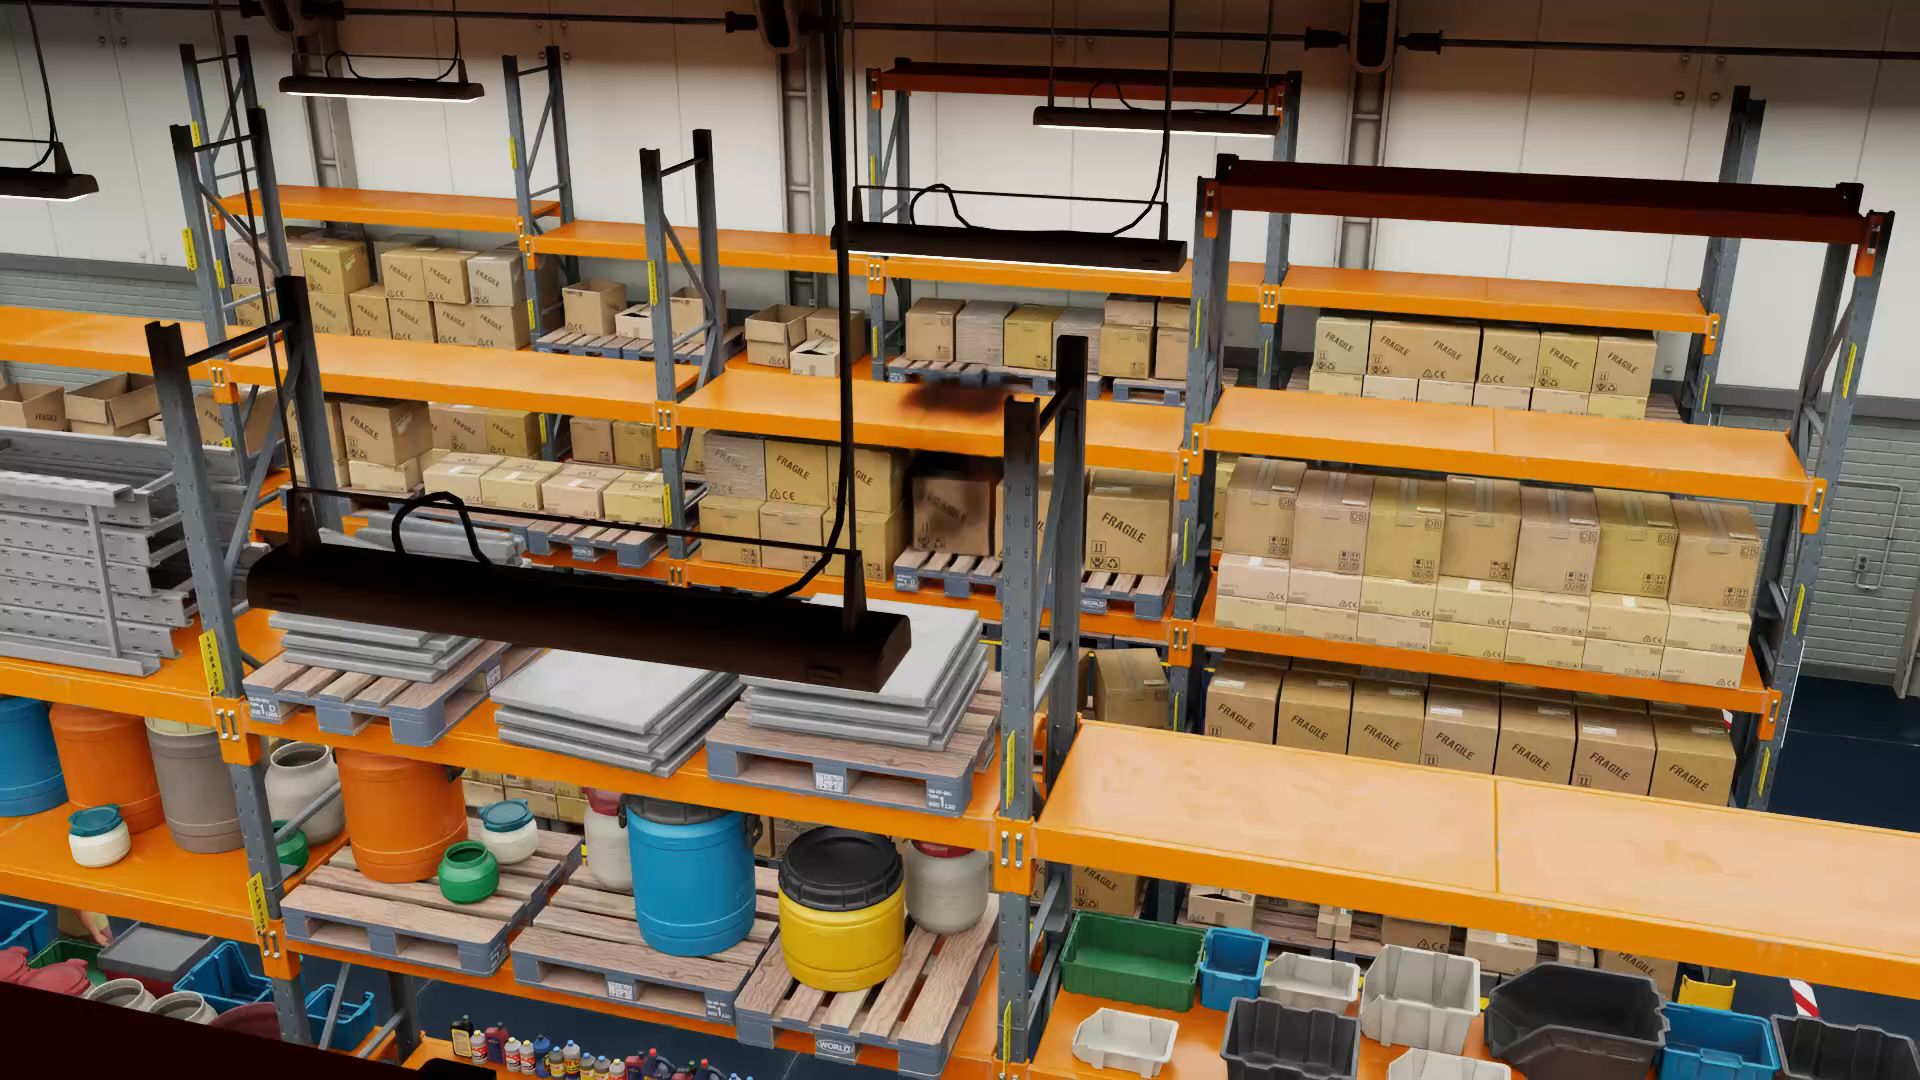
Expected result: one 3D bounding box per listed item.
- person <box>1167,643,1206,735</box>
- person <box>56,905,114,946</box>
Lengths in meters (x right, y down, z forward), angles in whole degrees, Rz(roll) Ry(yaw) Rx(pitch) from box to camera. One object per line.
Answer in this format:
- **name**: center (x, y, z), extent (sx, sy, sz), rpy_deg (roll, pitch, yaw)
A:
- **person**: center (2.045, 1.299, 15.174), extent (0.972, 1.582, 0.601), rpy_deg (6, 23, 14)
- **person**: center (-6.260, 2.807, 11.910), extent (0.541, 1.721, 0.439), rpy_deg (10, 25, 24)
